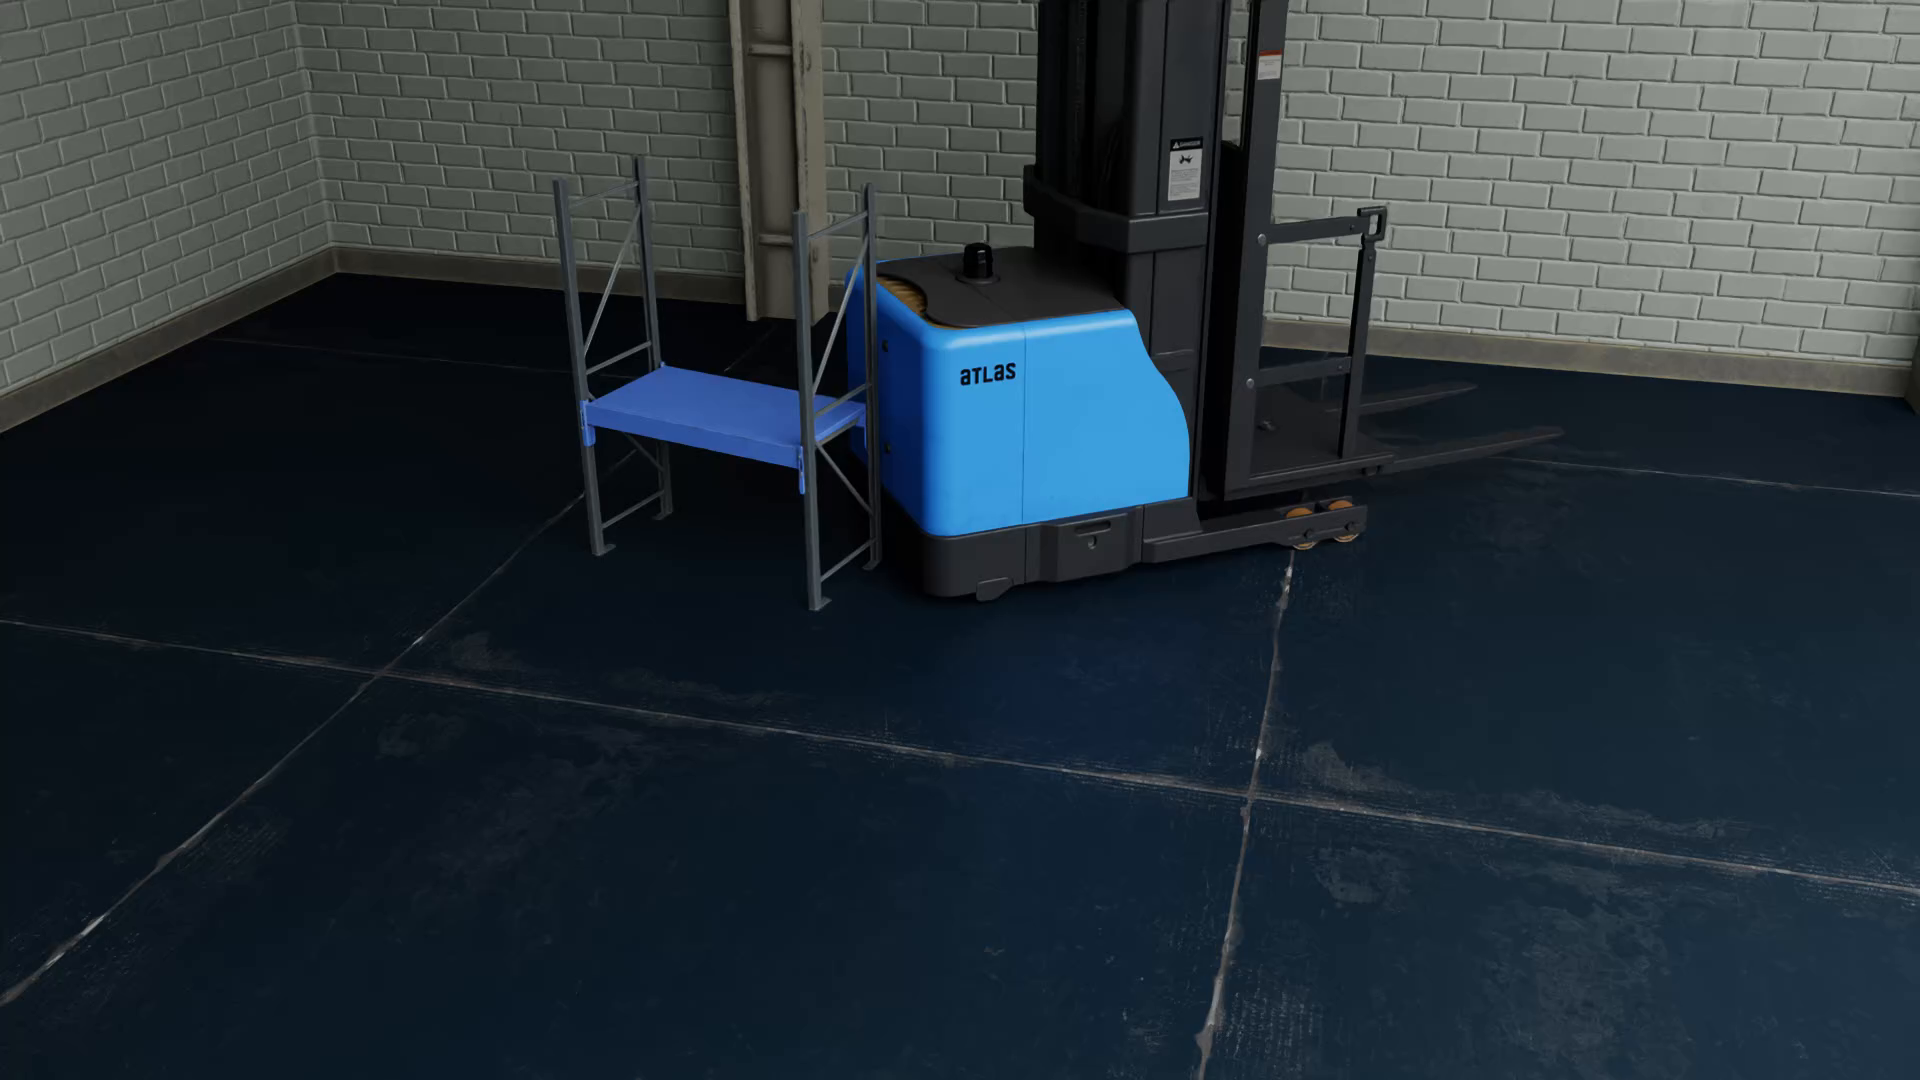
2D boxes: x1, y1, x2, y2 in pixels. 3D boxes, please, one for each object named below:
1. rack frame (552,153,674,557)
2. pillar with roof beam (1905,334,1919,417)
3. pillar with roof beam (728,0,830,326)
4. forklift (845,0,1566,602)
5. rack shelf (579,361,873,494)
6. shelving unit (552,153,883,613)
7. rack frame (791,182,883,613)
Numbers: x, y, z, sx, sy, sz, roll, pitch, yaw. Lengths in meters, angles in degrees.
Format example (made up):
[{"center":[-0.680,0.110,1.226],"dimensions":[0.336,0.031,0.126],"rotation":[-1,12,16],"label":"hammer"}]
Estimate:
[{"center":[-1.336,-0.707,6.491],"dimensions":[0.032,1.500,0.500],"rotation":[13,28,25],"label":"rack frame"},{"center":[3.768,-2.905,2.382],"dimensions":[0.400,9.000,9.100],"rotation":[6,26,13],"label":"pillar with roof beam"},{"center":[-2.043,-3.547,3.732],"dimensions":[0.400,9.000,9.100],"rotation":[6,26,13],"label":"pillar with roof beam"},{"center":[1.104,-1.484,6.457],"dimensions":[3.031,2.935,1.130],"rotation":[-10,27,-20],"label":"forklift"},{"center":[-0.886,-0.444,6.356],"dimensions":[1.000,0.185,0.538],"rotation":[13,28,25],"label":"rack shelf"},{"center":[-0.886,-0.606,6.279],"dimensions":[1.048,1.500,0.538],"rotation":[13,28,25],"label":"shelving unit"},{"center":[-0.435,-0.505,6.066],"dimensions":[0.032,1.500,0.500],"rotation":[13,28,25],"label":"rack frame"}]
